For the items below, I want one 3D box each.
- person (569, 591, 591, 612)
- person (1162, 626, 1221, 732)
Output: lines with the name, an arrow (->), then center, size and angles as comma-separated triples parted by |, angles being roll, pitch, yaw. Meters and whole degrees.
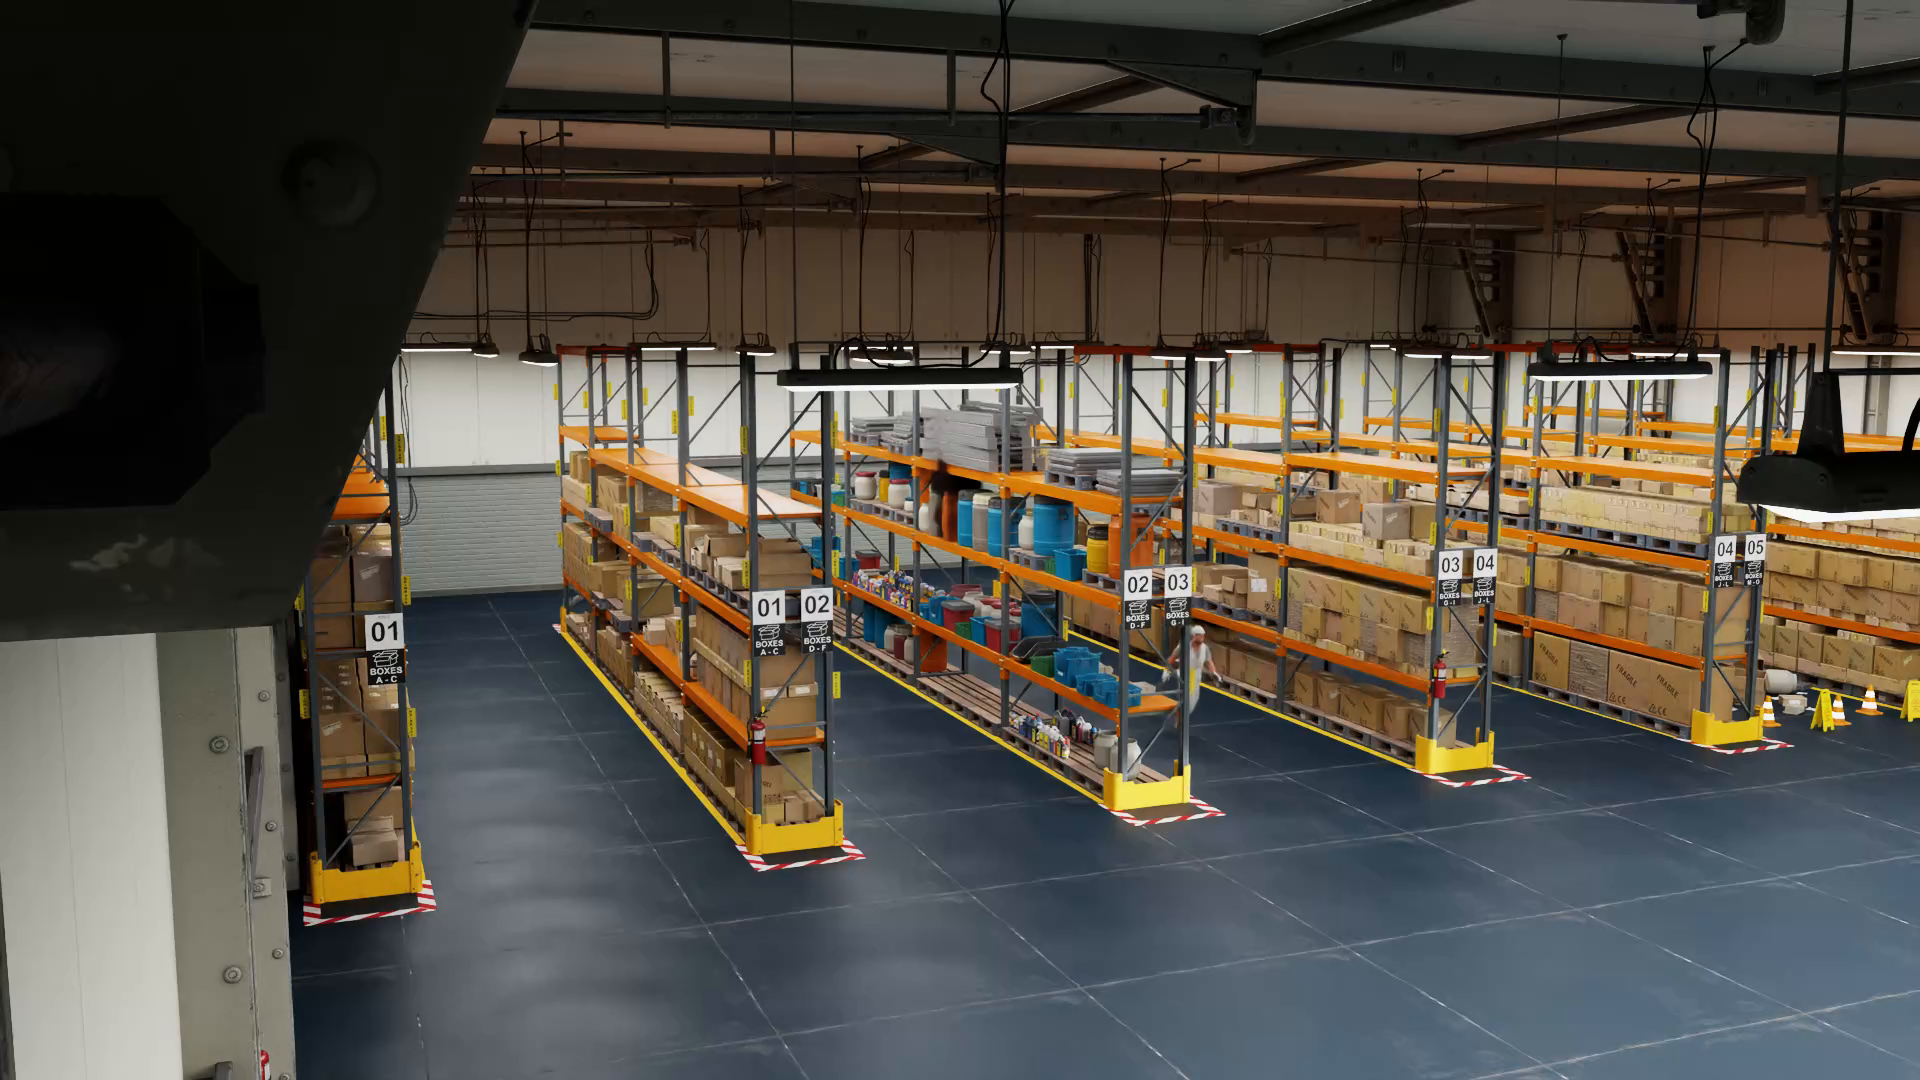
person -> -8.184, 0.867, 36.132 | 0.964, 1.764, 0.719 | -3, 8, -21
person -> 3.626, 2.177, 25.865 | 0.667, 1.724, 0.793 | -4, 8, -29
